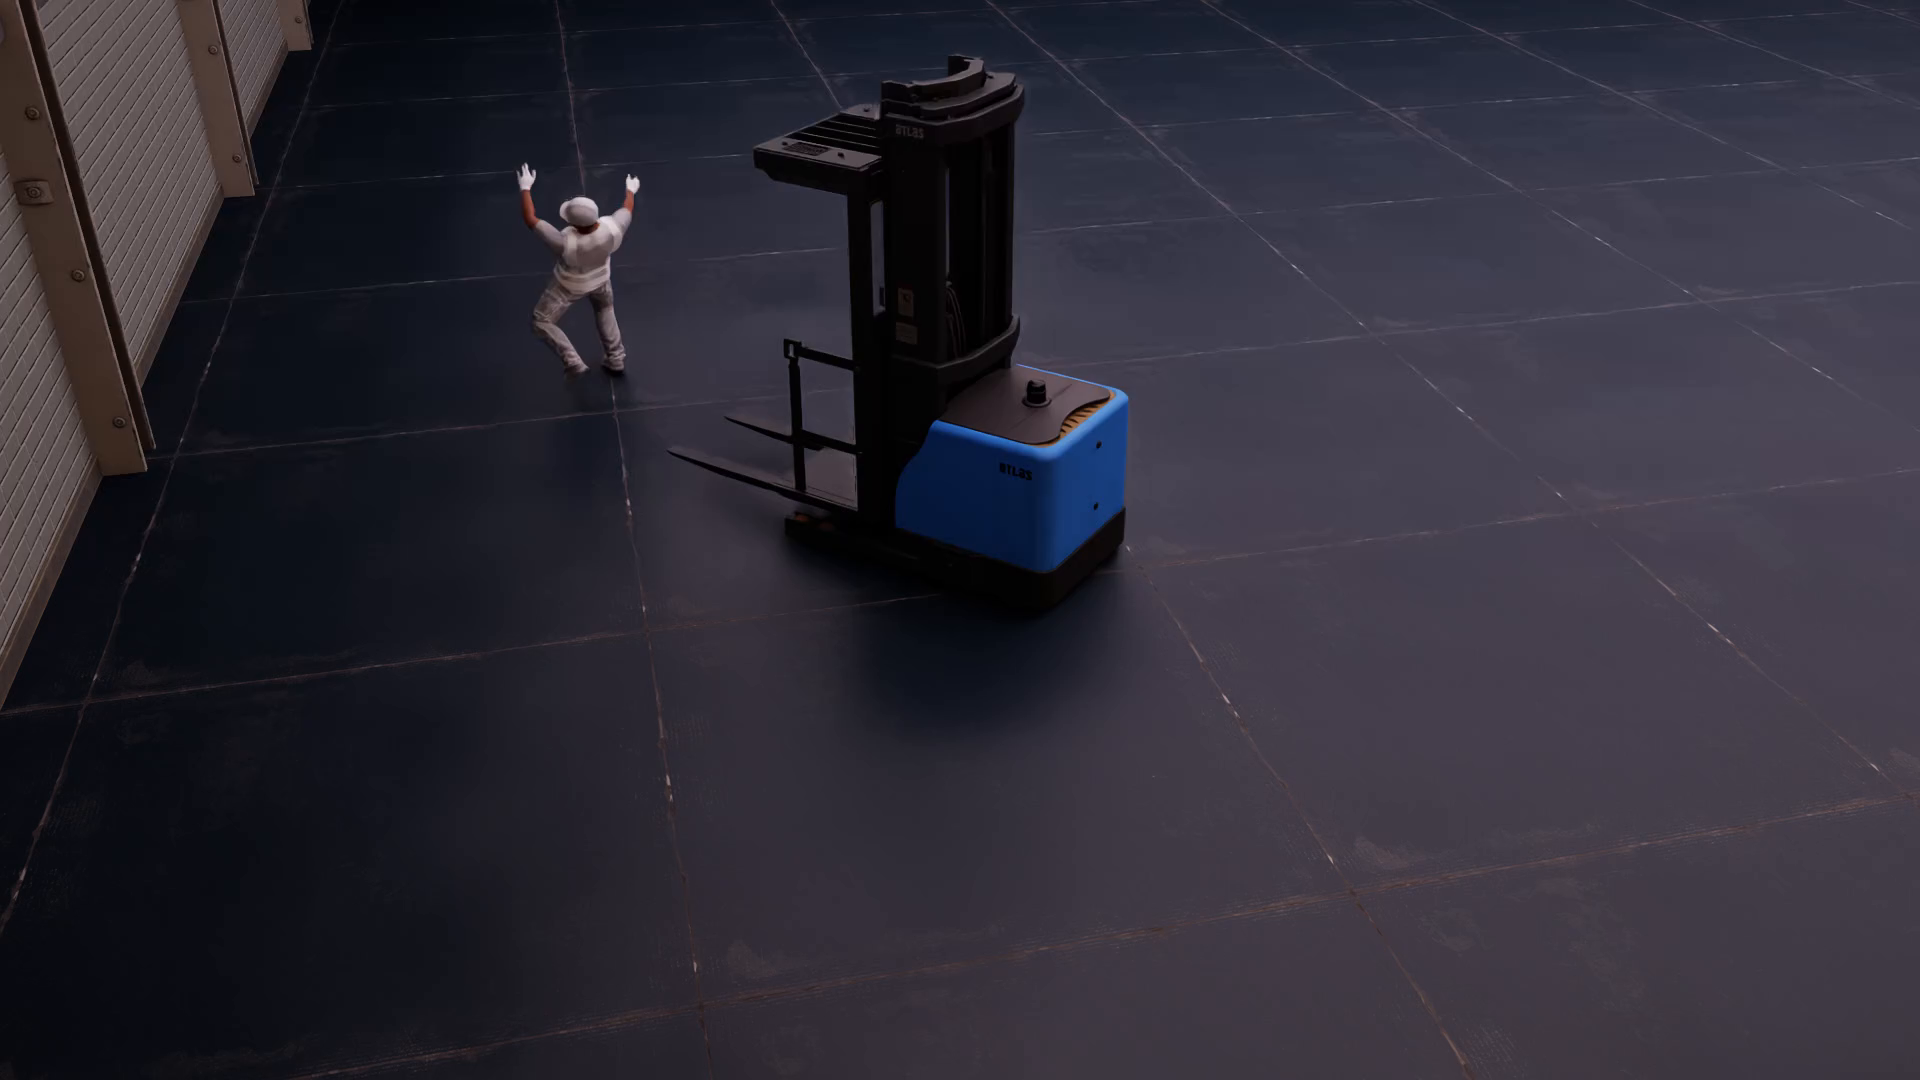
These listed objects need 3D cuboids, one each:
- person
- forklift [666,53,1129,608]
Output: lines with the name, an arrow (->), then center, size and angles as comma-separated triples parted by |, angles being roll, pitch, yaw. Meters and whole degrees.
person -> -2.646, -2.023, 12.342 | 0.699, 1.626, 1.091 | 23, 37, 34
forklift -> -0.503, -1.415, 10.018 | 3.031, 2.935, 1.130 | 17, 34, 27
